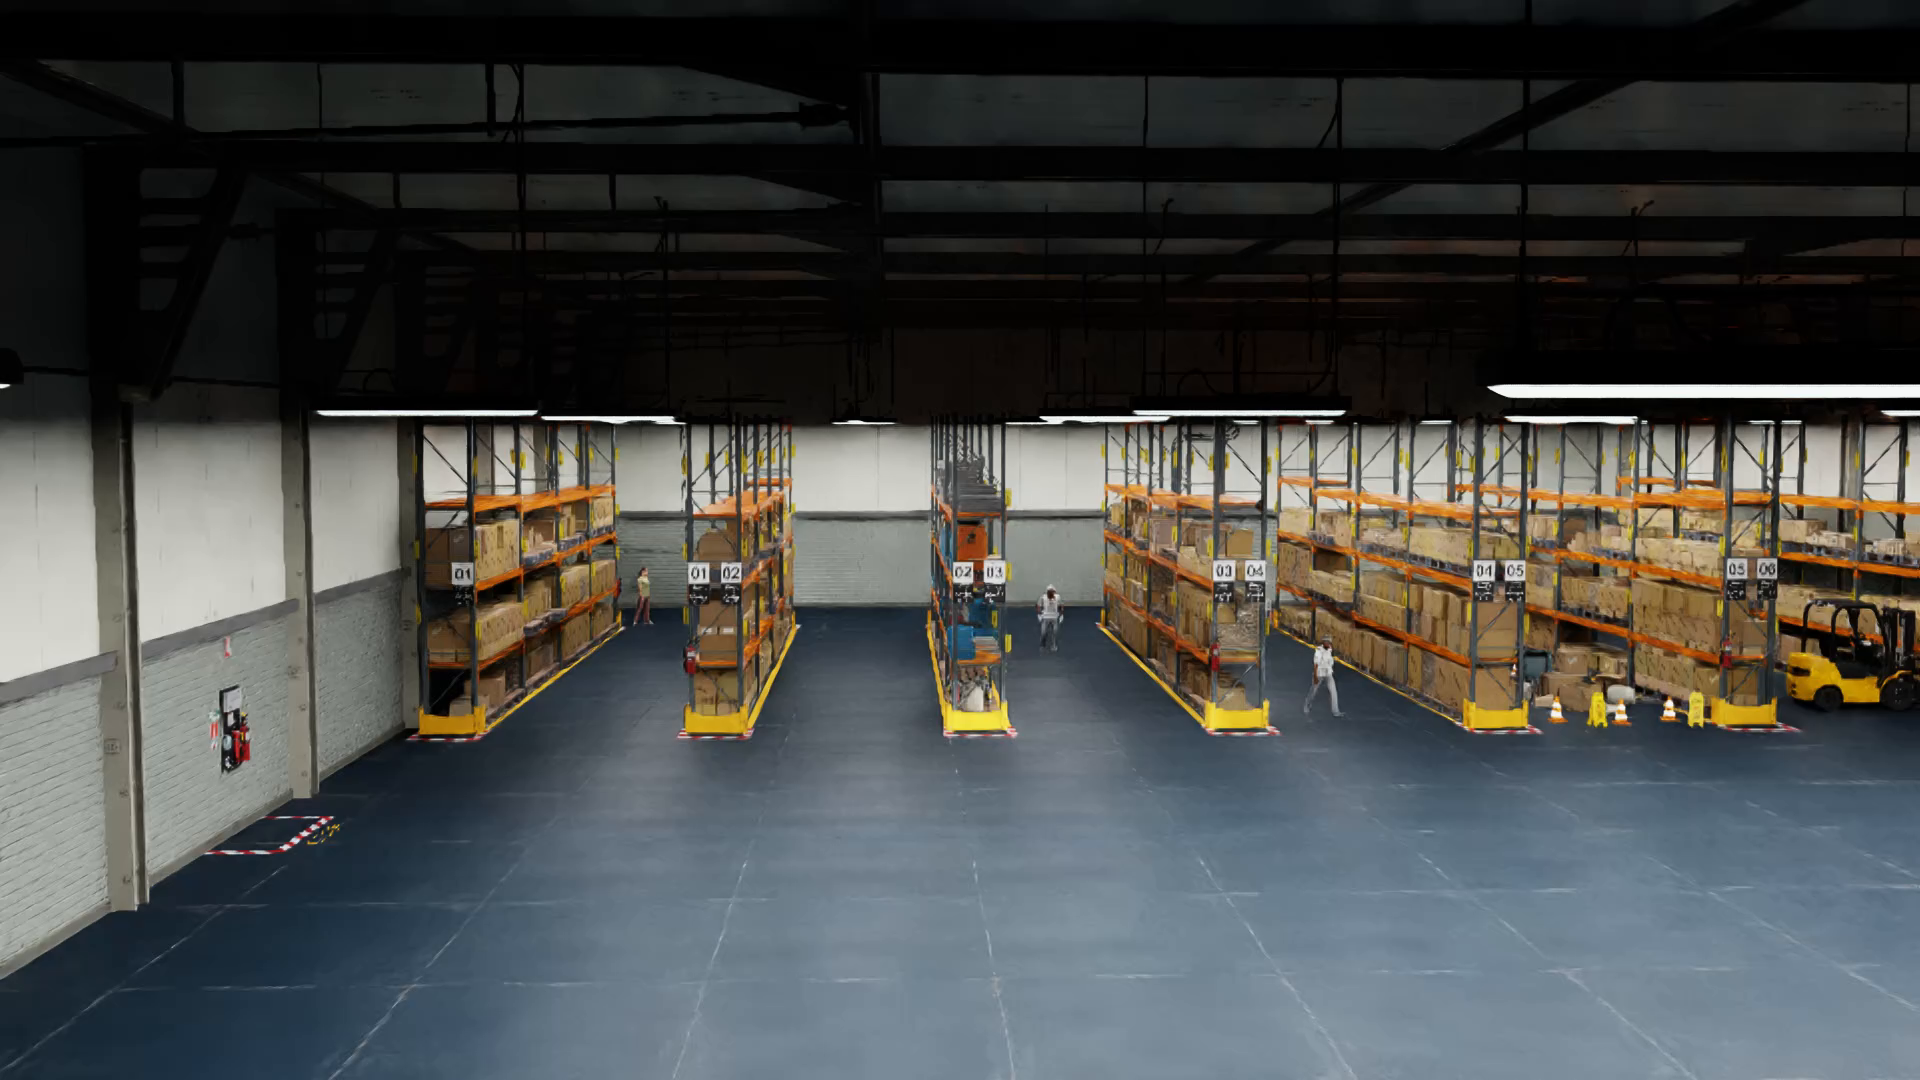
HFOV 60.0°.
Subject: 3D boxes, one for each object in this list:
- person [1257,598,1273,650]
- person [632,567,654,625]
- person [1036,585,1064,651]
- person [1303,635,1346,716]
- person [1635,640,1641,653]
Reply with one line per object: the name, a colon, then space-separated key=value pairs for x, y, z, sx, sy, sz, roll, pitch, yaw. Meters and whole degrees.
person: x=7.503 y=2.036 z=41.434 sx=0.567 sy=1.736 sz=1.044 roll=0 pitch=4 yaw=-3
person: x=-9.214 y=1.616 z=48.102 sx=0.420 sy=1.671 sz=0.647 roll=2 pitch=4 yaw=27
person: x=2.290 y=1.986 z=42.311 sx=0.702 sy=1.735 sz=0.549 roll=0 pitch=4 yaw=-5
person: x=7.205 y=2.669 z=32.985 sx=0.494 sy=1.624 sz=0.936 roll=-2 pitch=4 yaw=-25
person: x=16.595 y=2.033 z=41.017 sx=0.499 sy=1.774 sz=0.578 roll=2 pitch=4 yaw=27
